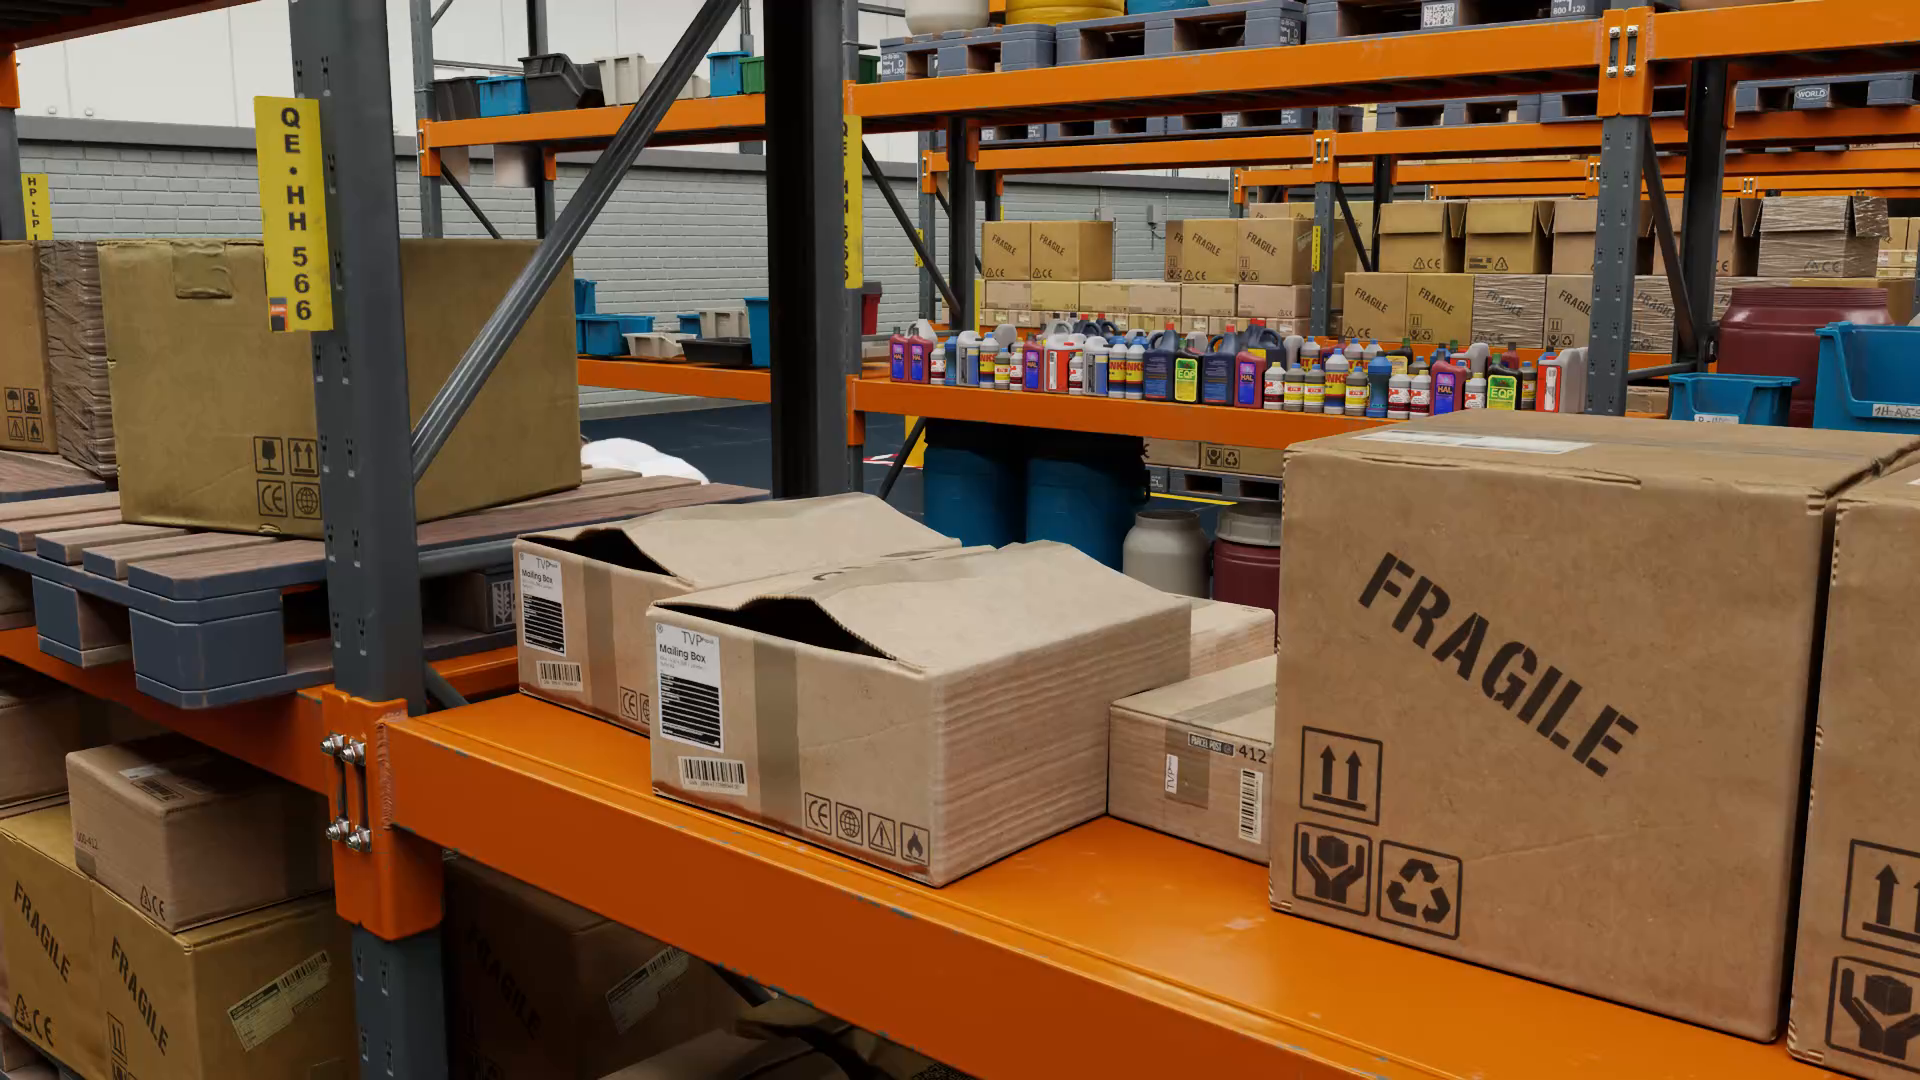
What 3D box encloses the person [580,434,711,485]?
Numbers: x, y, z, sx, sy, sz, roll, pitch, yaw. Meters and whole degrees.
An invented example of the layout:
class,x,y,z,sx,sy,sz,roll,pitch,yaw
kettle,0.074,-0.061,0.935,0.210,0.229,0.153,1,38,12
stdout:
class,x,y,z,sx,sy,sz,roll,pitch,yaw
person,-1.419,0.158,7.042,0.969,1.225,0.482,8,13,39
